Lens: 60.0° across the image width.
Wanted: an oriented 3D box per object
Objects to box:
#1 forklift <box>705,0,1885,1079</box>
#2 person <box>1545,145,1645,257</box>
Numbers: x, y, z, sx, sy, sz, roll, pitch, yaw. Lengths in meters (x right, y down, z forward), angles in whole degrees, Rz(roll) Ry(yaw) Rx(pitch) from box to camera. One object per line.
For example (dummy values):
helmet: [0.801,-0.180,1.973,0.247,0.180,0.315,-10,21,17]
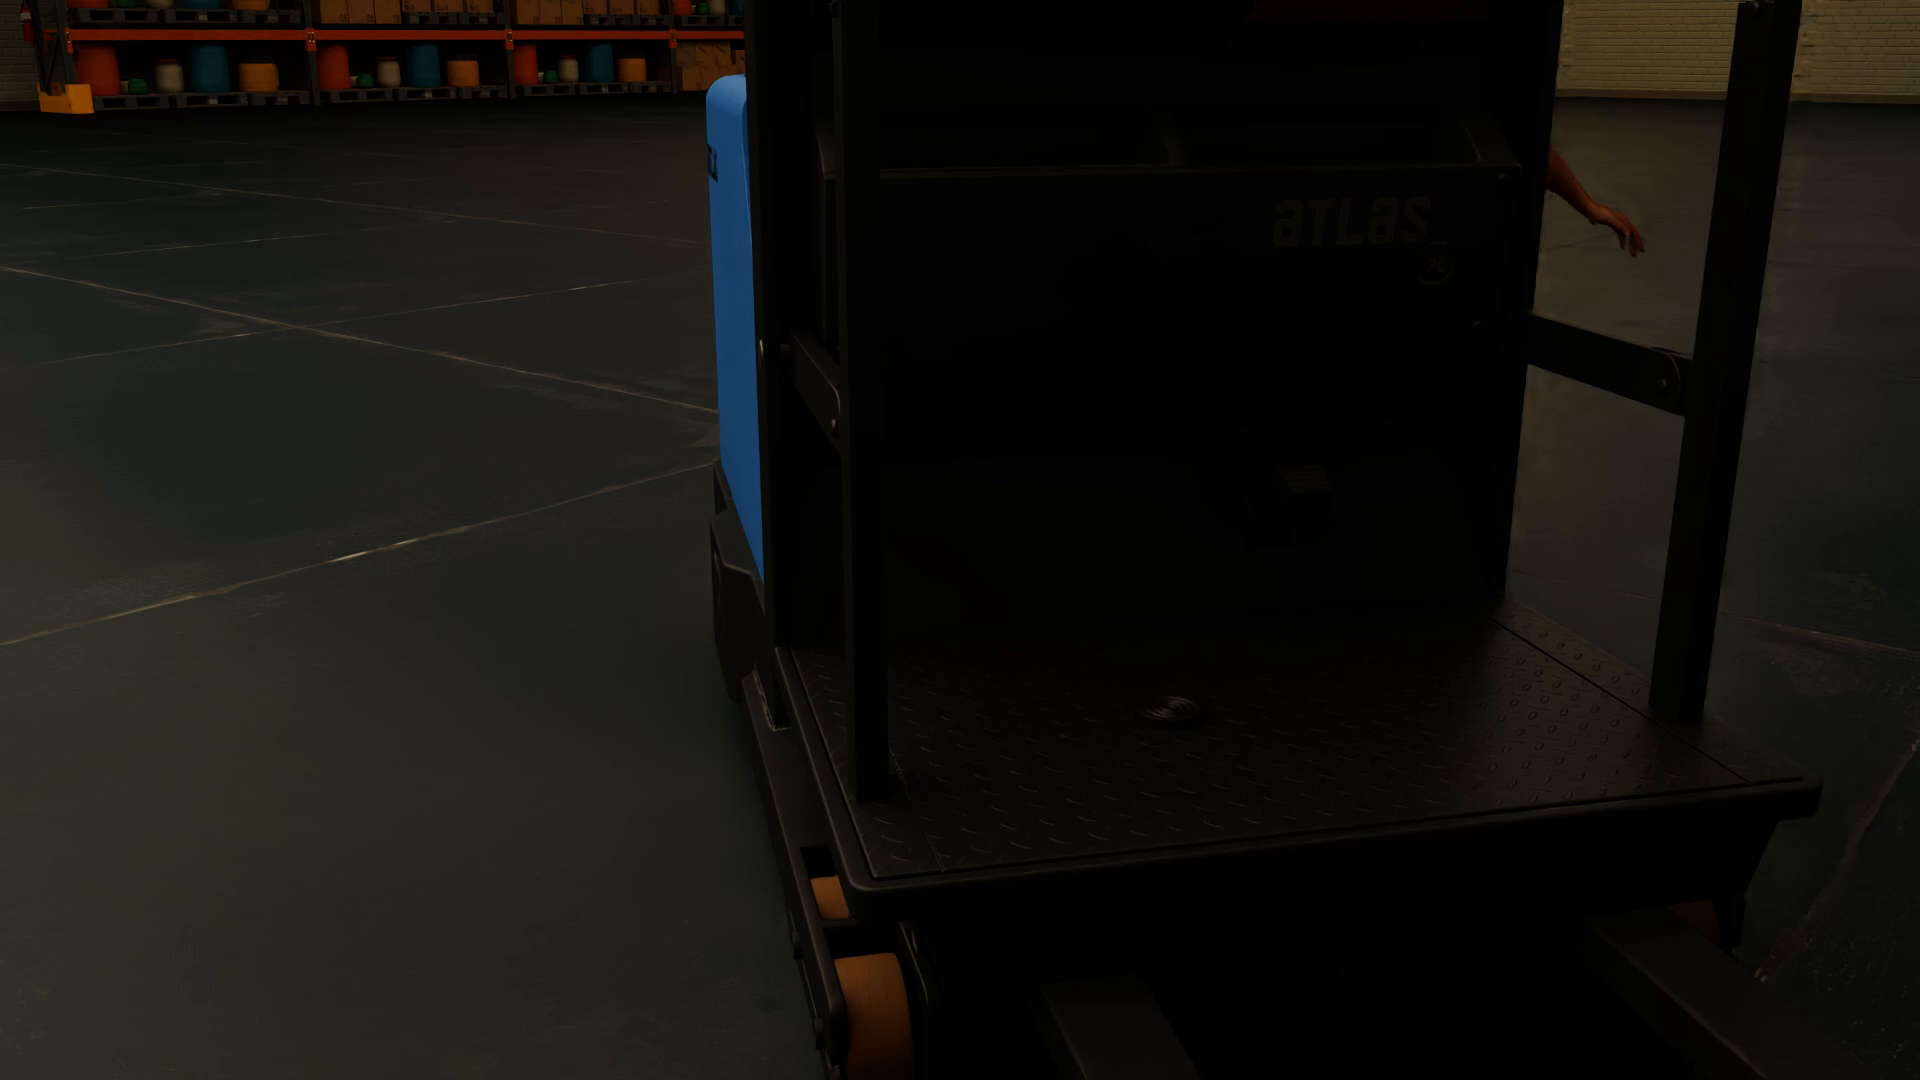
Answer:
forklift: [0.323,-0.891,1.833,1.130,2.935,3.031,-4,17,-12]
person: [1.292,-0.887,4.387,0.863,1.520,0.873,11,20,32]
